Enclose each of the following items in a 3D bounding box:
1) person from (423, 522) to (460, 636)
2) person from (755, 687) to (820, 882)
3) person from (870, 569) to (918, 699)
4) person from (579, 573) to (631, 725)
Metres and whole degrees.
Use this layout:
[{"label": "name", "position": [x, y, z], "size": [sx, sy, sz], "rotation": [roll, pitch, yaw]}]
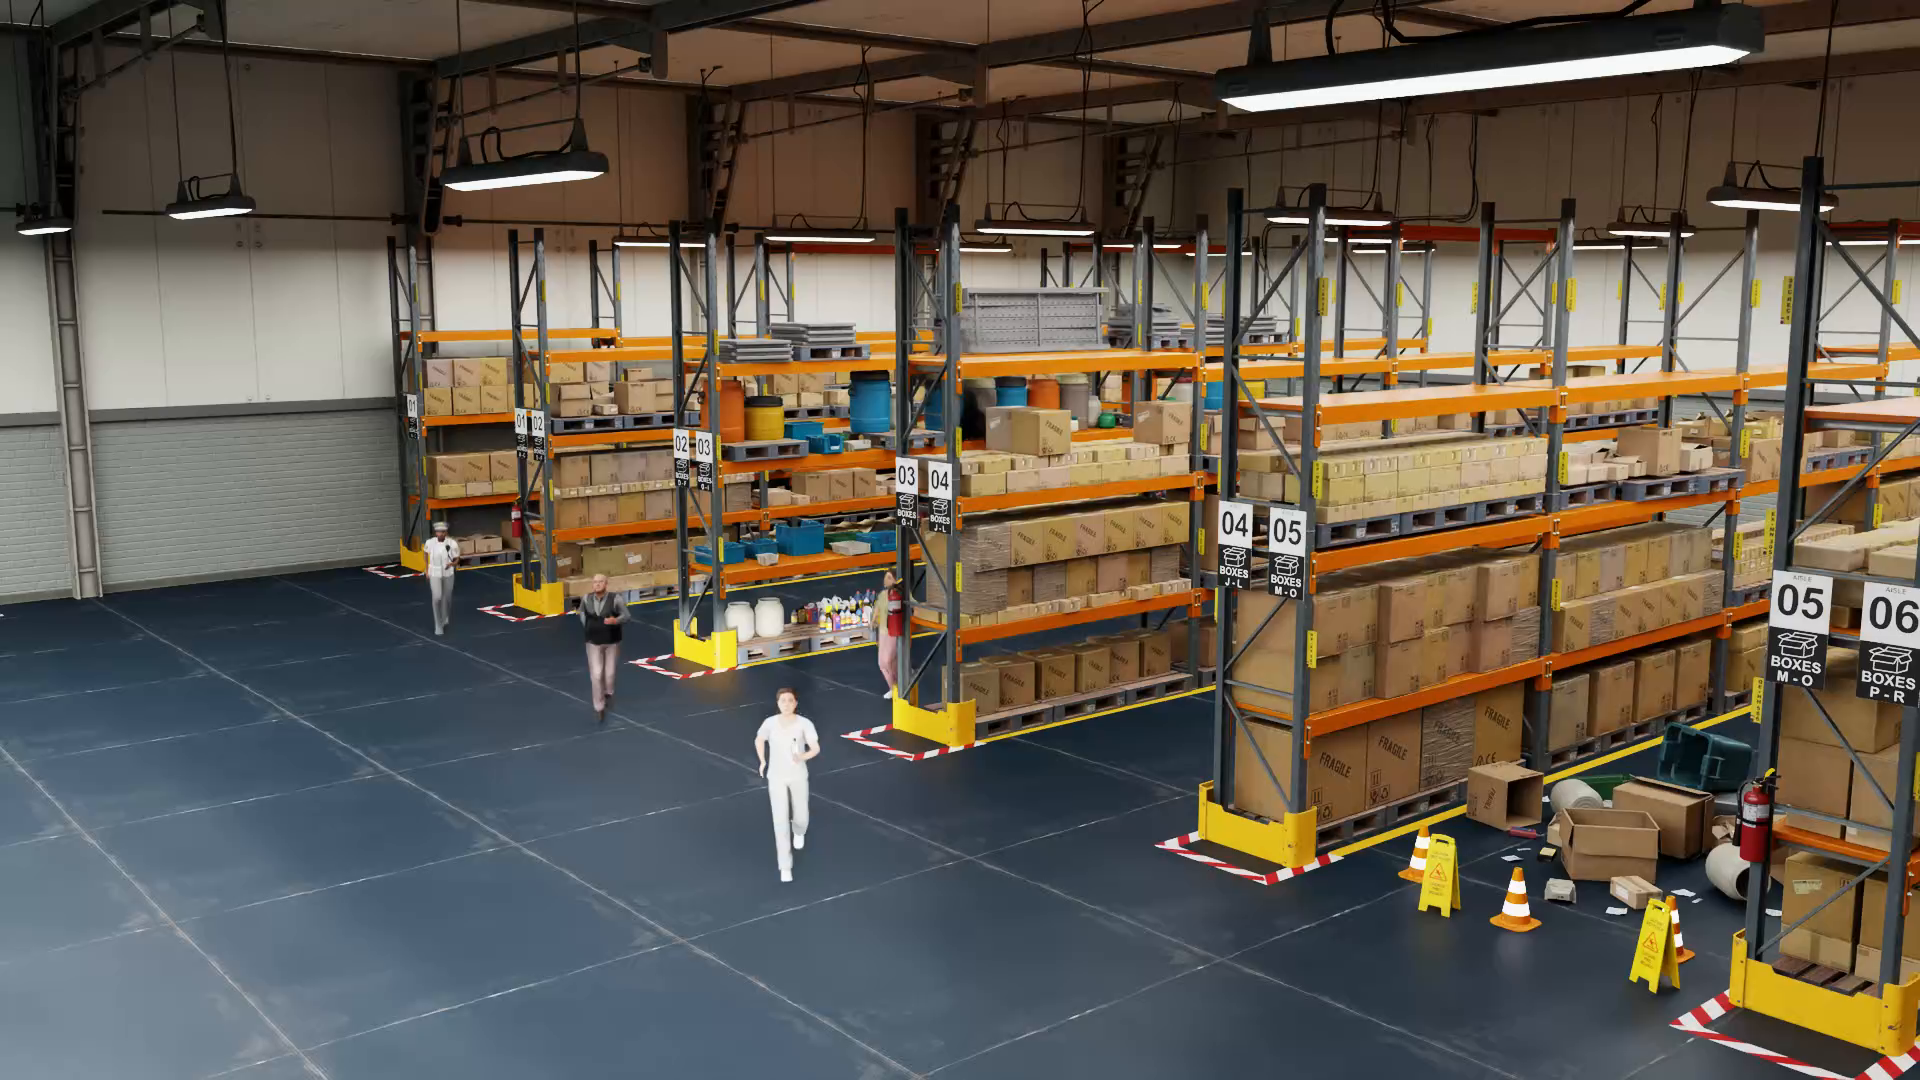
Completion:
[{"label": "person", "position": [-7.710, 0.558, 24.781], "size": [0.486, 1.723, 0.837], "rotation": [-4, 10, -23]}, {"label": "person", "position": [-1.526, 2.103, 14.698], "size": [0.572, 1.643, 0.895], "rotation": [-1, 9, -4]}, {"label": "person", "position": [-0.842, 1.184, 20.673], "size": [0.606, 1.603, 0.565], "rotation": [7, 11, 38]}, {"label": "person", "position": [-4.254, 1.264, 19.955], "size": [0.636, 1.766, 0.858], "rotation": [-1, 9, -8]}]
